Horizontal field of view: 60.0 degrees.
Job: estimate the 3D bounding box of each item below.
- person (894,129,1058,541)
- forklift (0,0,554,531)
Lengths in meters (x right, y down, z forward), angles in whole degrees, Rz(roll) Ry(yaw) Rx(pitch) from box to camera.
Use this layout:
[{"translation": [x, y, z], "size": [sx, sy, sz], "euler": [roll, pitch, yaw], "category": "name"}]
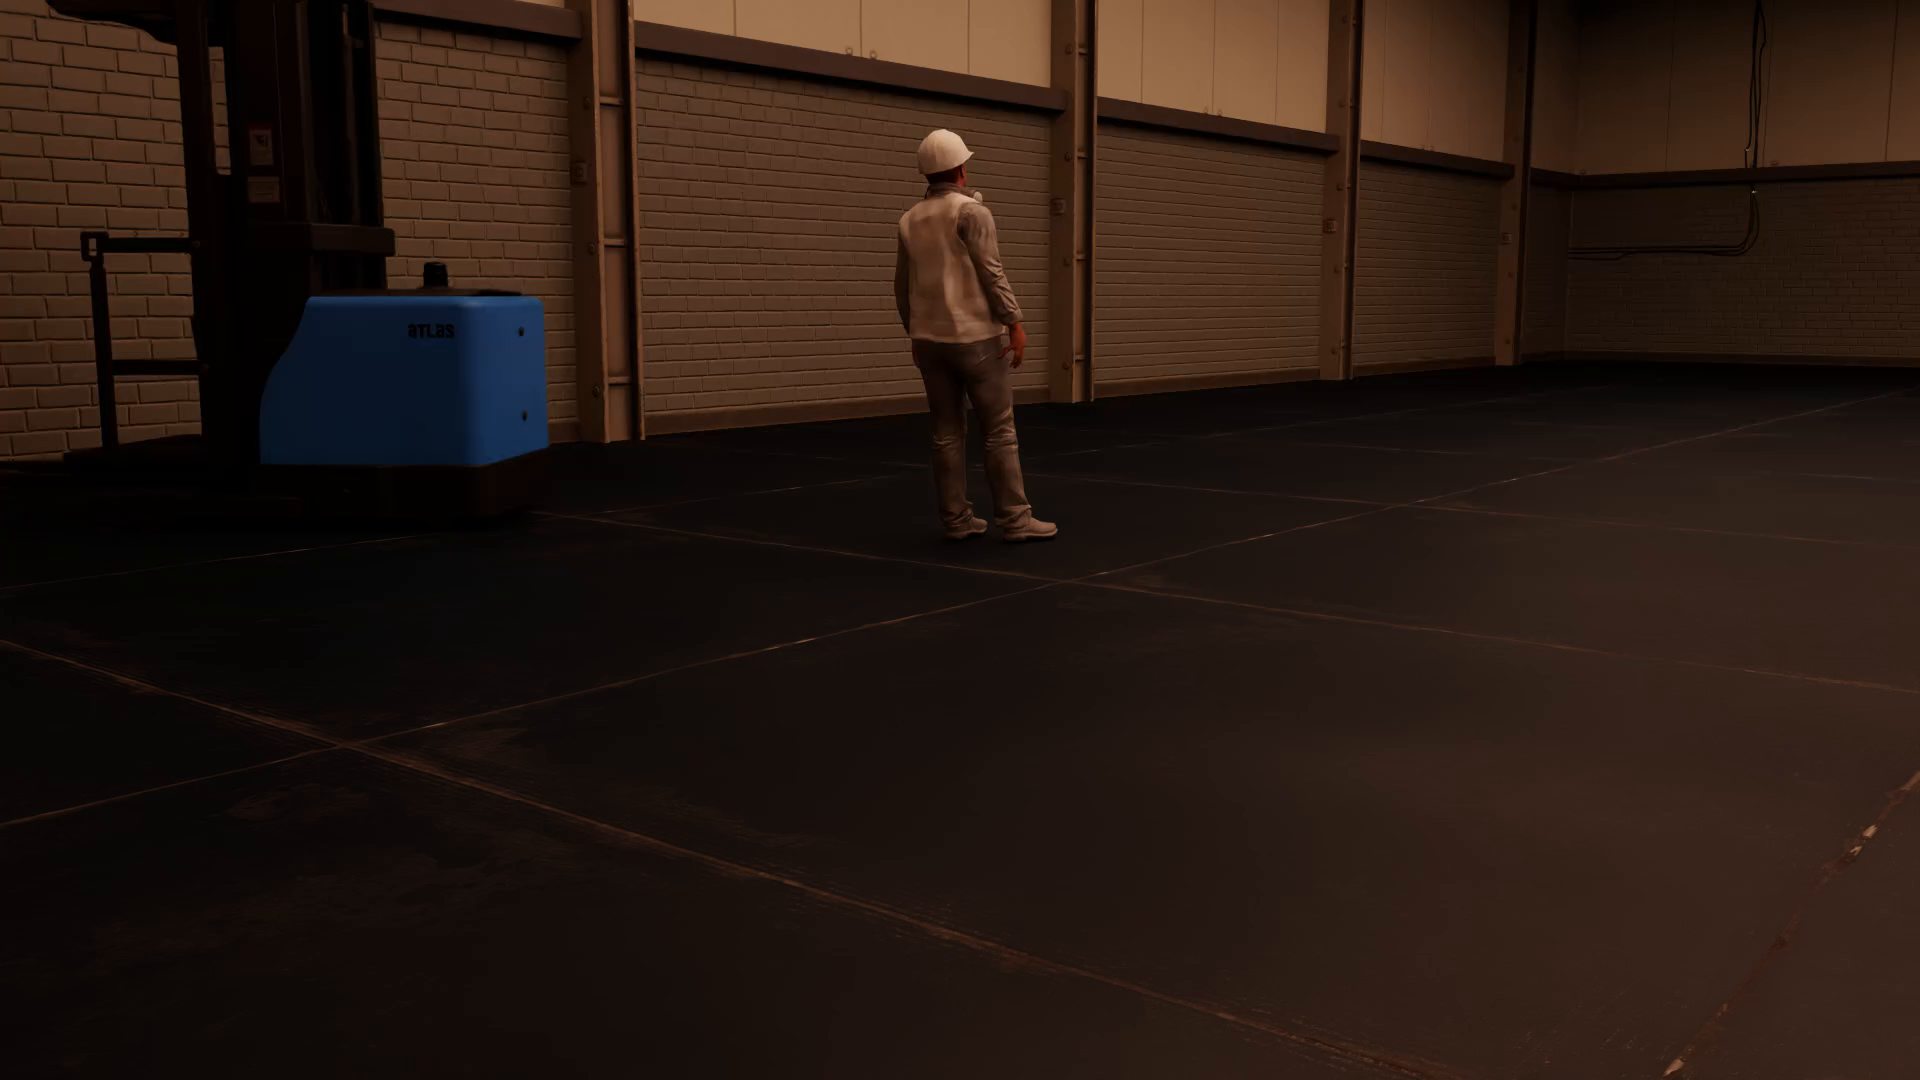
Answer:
[{"translation": [0.045, -0.891, 7.318], "size": [0.632, 1.773, 0.568], "euler": [7, 11, 38], "category": "person"}, {"translation": [-3.622, -1.567, 7.991], "size": [3.031, 2.935, 1.130], "euler": [1, 8, 4], "category": "forklift"}]
